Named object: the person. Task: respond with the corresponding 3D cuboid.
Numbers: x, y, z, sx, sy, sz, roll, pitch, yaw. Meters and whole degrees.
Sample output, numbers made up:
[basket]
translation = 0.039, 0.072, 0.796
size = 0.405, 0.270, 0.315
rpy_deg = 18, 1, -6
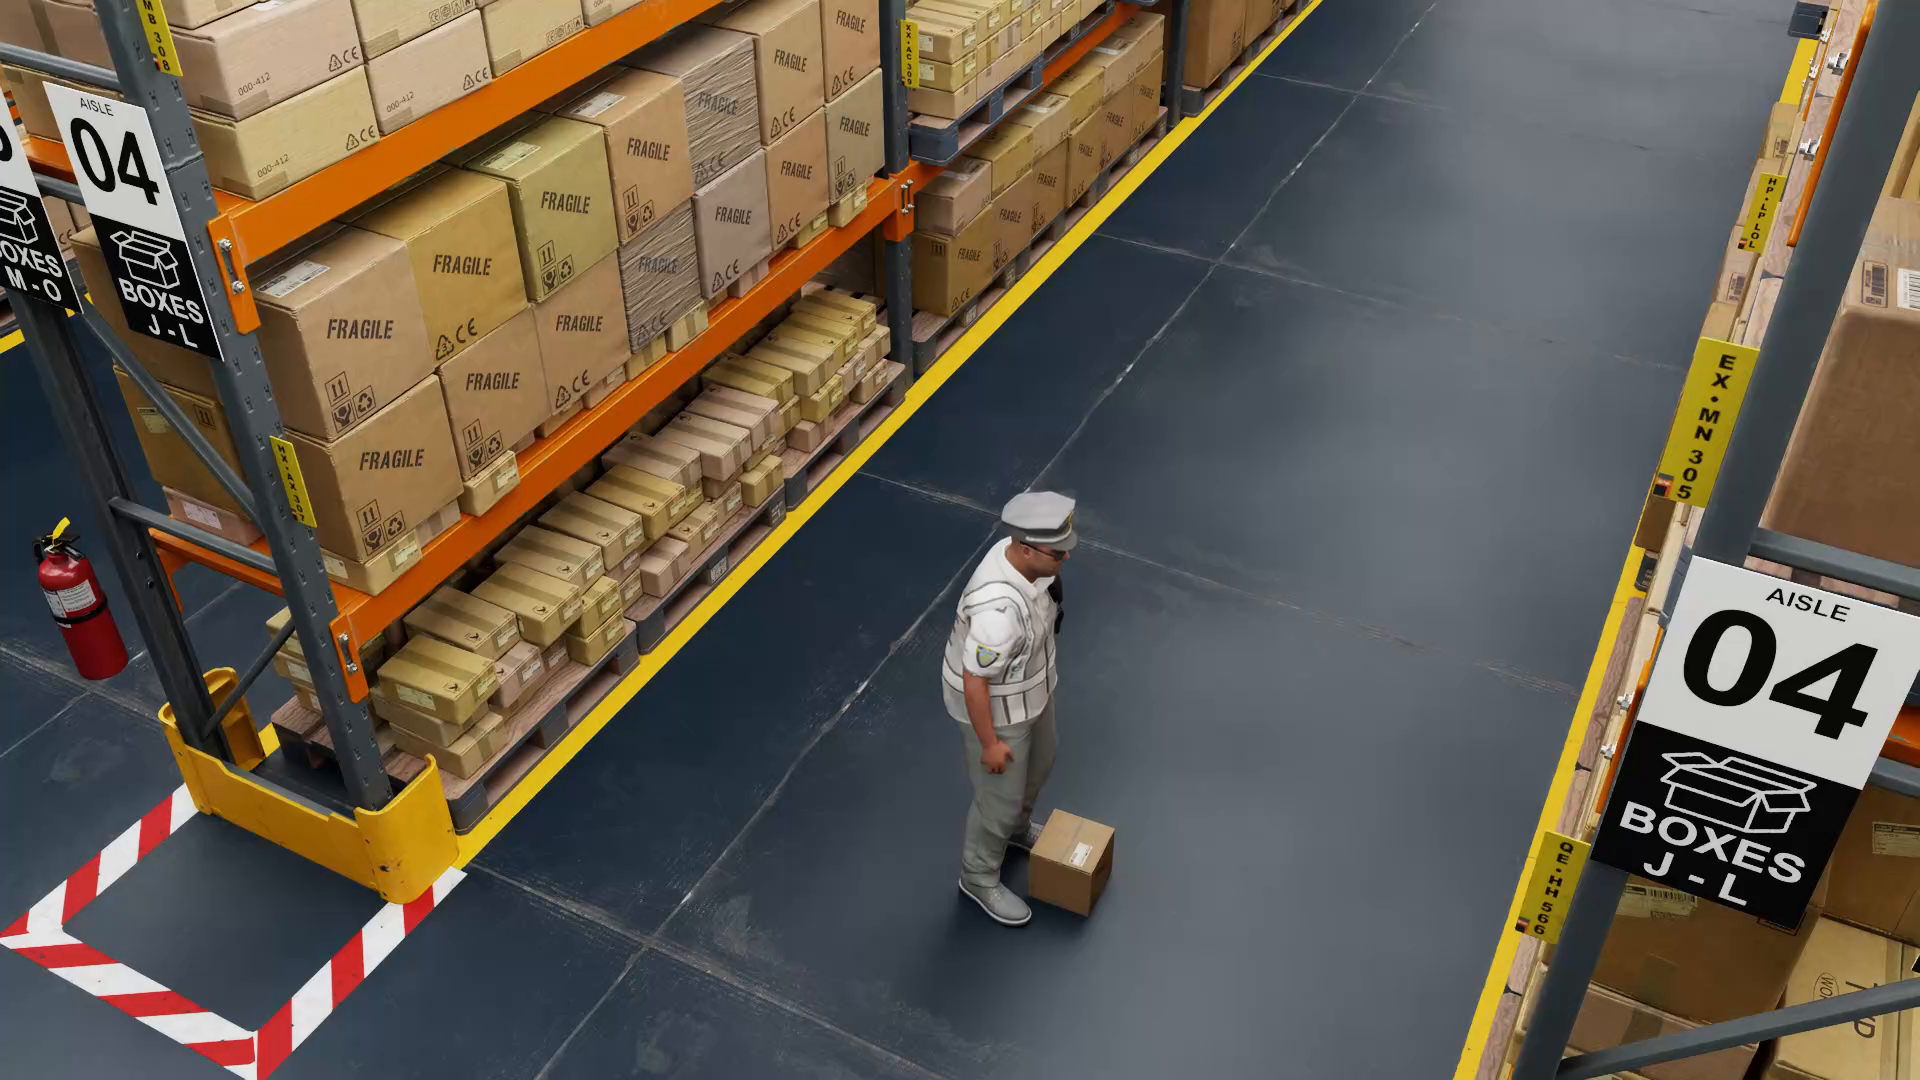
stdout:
[person]
translation = 0.175, 0.570, 6.007
size = 0.437, 1.747, 0.598
rpy_deg = 15, 40, 19
